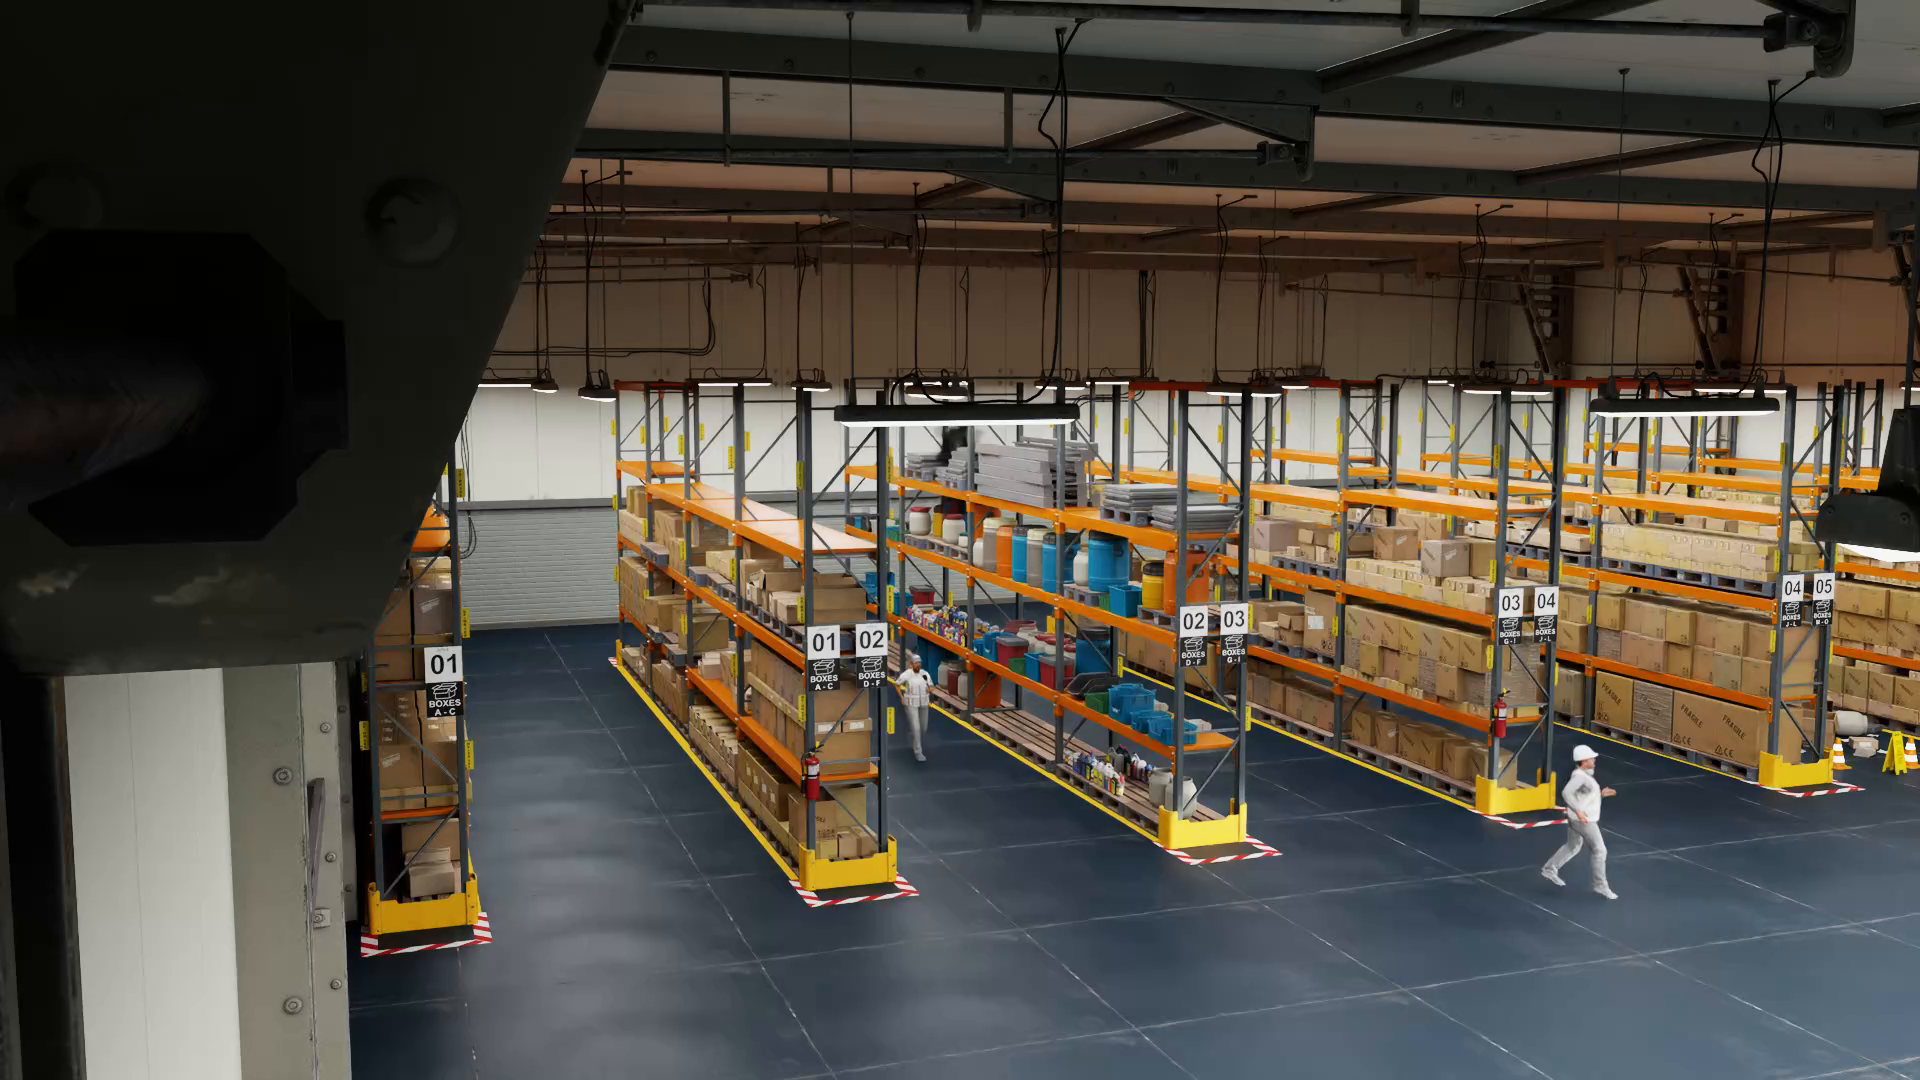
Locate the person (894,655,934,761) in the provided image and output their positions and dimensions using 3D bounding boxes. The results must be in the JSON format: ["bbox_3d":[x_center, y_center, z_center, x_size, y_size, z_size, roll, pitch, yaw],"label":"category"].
[{"bbox_3d":[-0.702,2.674,26.783,0.615,1.632,0.881,-3,7,-24],"label":"person"}]

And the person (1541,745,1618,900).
[{"bbox_3d":[7.416,3.346,19.834,0.865,1.818,0.639,1,6,13],"label":"person"}]

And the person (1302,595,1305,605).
[{"bbox_3d":[8.983,1.051,42.164,0.950,1.675,0.586,-2,6,-16],"label":"person"}]

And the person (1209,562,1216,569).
[{"bbox_3d":[6.032,1.294,40.314,0.617,1.556,0.543,5,8,41],"label":"person"}]
